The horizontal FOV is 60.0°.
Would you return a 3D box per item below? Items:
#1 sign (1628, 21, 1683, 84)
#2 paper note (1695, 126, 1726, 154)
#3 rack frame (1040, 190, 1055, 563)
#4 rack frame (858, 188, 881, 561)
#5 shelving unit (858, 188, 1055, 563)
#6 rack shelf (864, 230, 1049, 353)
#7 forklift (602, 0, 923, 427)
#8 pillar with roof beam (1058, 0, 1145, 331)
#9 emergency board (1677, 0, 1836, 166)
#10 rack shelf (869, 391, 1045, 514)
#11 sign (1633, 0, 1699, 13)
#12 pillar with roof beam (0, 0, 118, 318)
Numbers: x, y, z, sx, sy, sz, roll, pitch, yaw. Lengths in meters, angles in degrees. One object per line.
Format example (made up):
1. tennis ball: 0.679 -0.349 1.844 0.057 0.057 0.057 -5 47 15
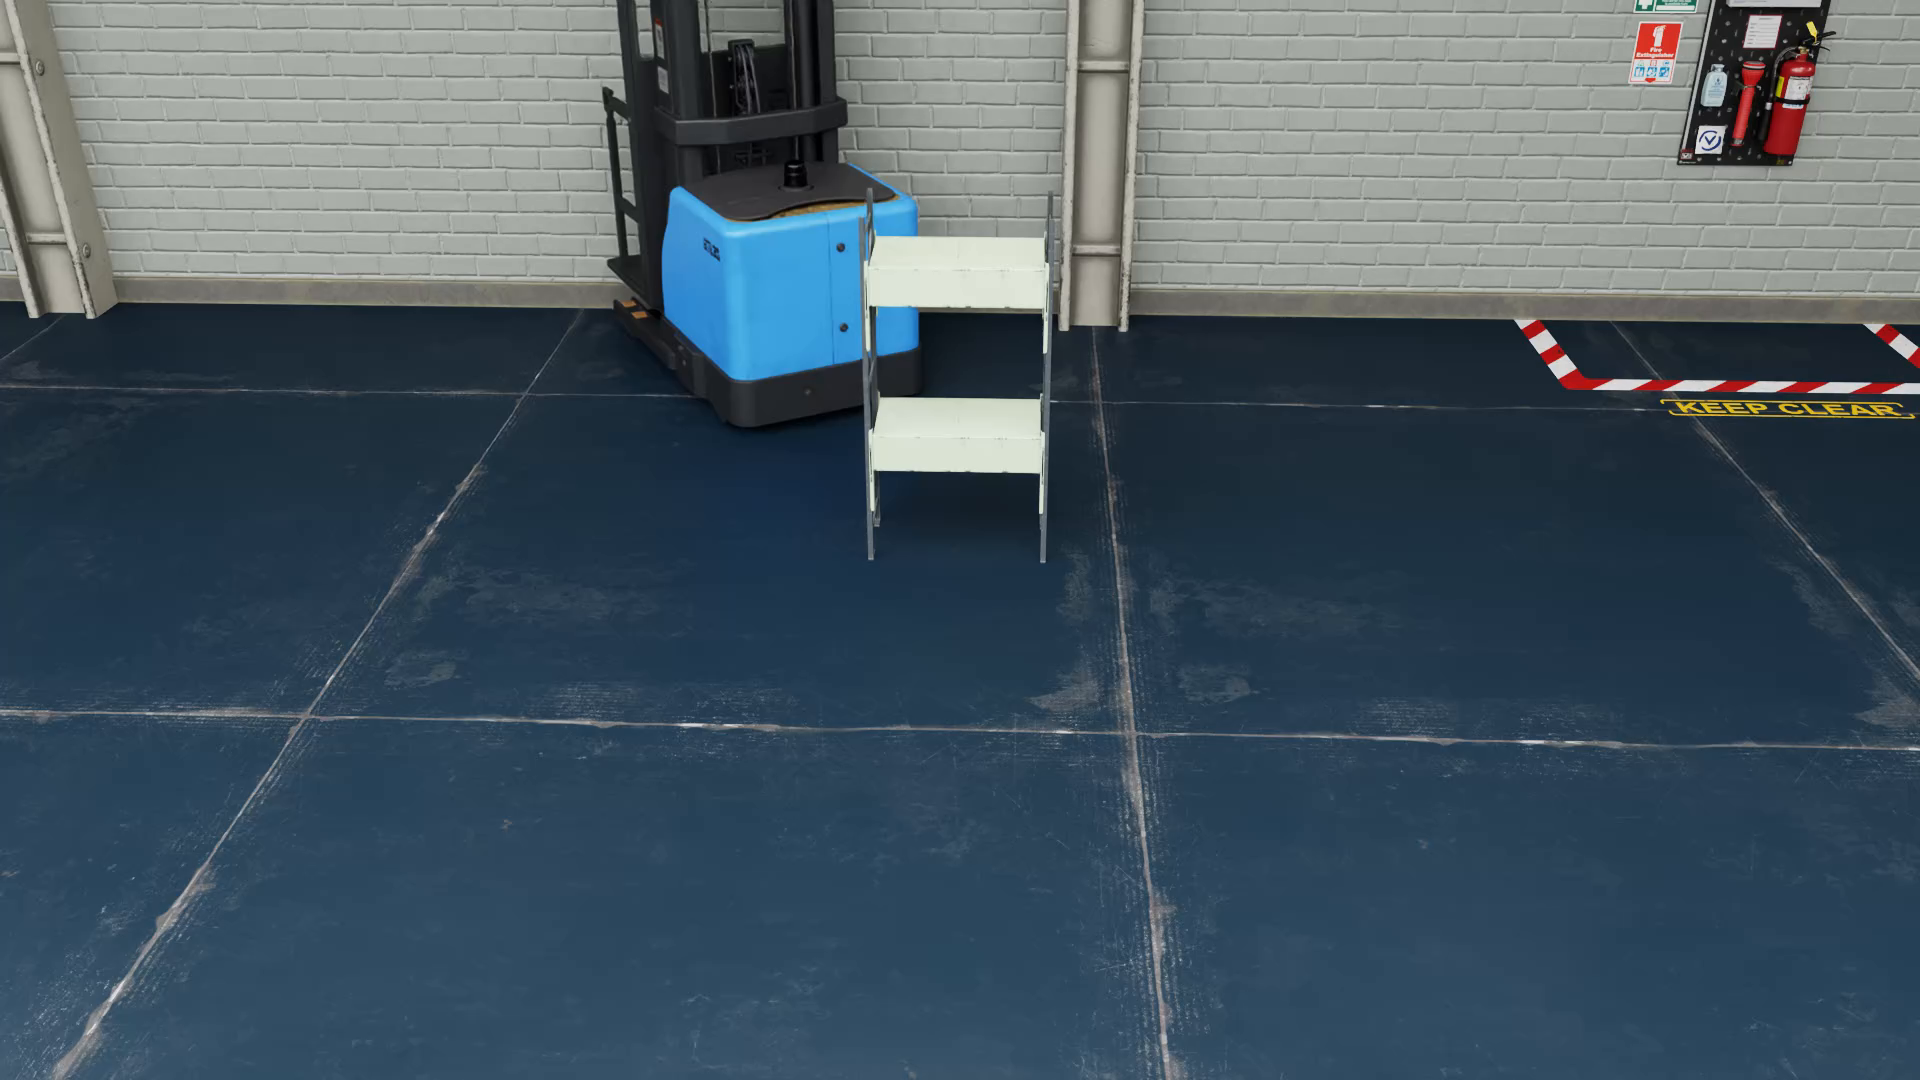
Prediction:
1. sign: 3.748 -2.625 8.961 0.234 0.329 0.001 1 28 2
2. paper note: 4.122 -2.198 9.133 0.142 0.148 0.016 1 28 2
3. rack frame: 0.359 -0.657 6.888 0.023 1.500 0.400 1 28 2
4. rack frame: -0.372 -0.669 6.910 0.023 1.500 0.400 1 28 2
5. shelving unit: -0.007 -0.663 6.899 0.755 1.500 0.431 1 28 2
6. rack shelf: -0.007 -1.008 6.716 0.720 0.370 0.431 1 28 2
7. forklift: -1.325 -2.506 8.848 1.130 2.935 3.031 -14 31 -24
8. pillar with roof beam: 0.617 -3.228 3.731 0.400 9.000 9.100 1 28 2
9. emergency board: 4.297 -2.552 8.861 0.643 1.169 0.194 1 28 2
10. rack shelf: -0.007 -0.375 7.052 0.720 0.370 0.431 1 28 2
11. sign: 3.752 -2.855 8.829 0.331 0.109 0.001 1 28 2
12. pillar with roof beam: -5.380 -3.327 3.918 0.400 9.000 9.100 1 28 2
